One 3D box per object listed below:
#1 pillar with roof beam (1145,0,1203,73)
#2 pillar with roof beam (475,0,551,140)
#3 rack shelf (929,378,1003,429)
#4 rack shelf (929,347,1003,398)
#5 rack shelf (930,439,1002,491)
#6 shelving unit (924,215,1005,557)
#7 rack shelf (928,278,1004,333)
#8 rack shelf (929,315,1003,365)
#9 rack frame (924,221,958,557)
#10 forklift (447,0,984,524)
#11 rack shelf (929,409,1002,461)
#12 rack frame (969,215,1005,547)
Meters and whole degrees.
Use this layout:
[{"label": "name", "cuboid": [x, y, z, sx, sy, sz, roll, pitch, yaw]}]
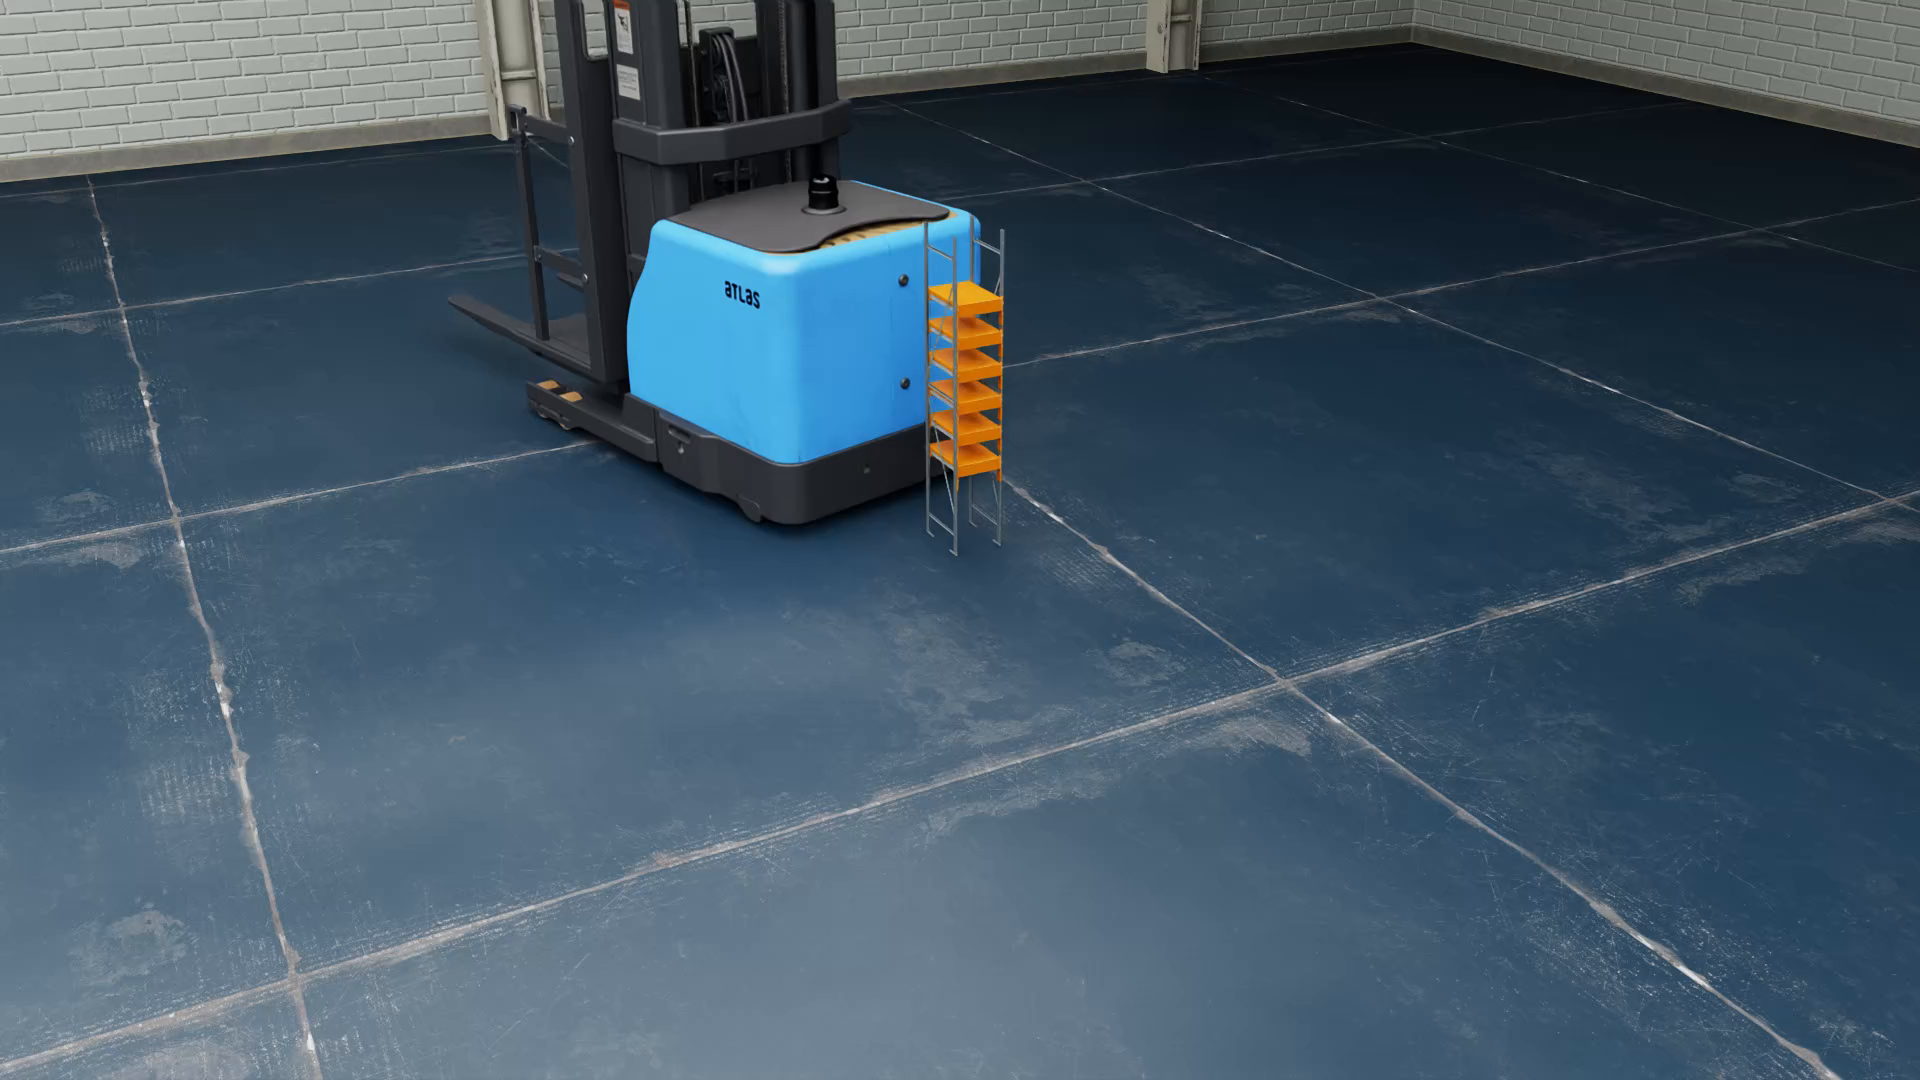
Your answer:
[{"label": "pillar with roof beam", "cuboid": [3.967, -6.739, 9.889, 0.400, 9.000, 9.100, -13, 29, -25]}, {"label": "pillar with roof beam", "cuboid": [-1.327, -5.517, 7.344, 0.400, 9.000, 9.100, -13, 29, -25]}, {"label": "rack shelf", "cuboid": [0.013, -0.504, 6.016, 0.180, 0.103, 0.258, -13, 29, -25]}, {"label": "rack shelf", "cuboid": [0.013, -0.612, 5.964, 0.180, 0.103, 0.258, -13, 29, -25]}, {"label": "rack shelf", "cuboid": [0.013, -0.287, 6.120, 0.180, 0.103, 0.258, -13, 29, -25]}, {"label": "shelving unit", "cuboid": [0.013, -0.544, 5.996, 0.189, 1.200, 0.258, -13, 29, -25]}, {"label": "rack shelf", "cuboid": [0.013, -0.828, 5.860, 0.180, 0.103, 0.258, -13, 29, -25]}, {"label": "rack shelf", "cuboid": [0.013, -0.720, 5.912, 0.180, 0.103, 0.258, -13, 29, -25]}, {"label": "rack frame", "cuboid": [-0.068, -0.525, 5.958, 0.006, 1.200, 0.240, -13, 29, -25]}, {"label": "forklift", "cuboid": [-1.271, -1.931, 6.886, 1.130, 2.935, 3.031, -22, 33, -38]}, {"label": "rack shelf", "cuboid": [0.013, -0.396, 6.068, 0.180, 0.103, 0.258, -13, 29, -25]}, {"label": "rack frame", "cuboid": [0.093, -0.562, 6.035, 0.006, 1.200, 0.240, -13, 29, -25]}]
